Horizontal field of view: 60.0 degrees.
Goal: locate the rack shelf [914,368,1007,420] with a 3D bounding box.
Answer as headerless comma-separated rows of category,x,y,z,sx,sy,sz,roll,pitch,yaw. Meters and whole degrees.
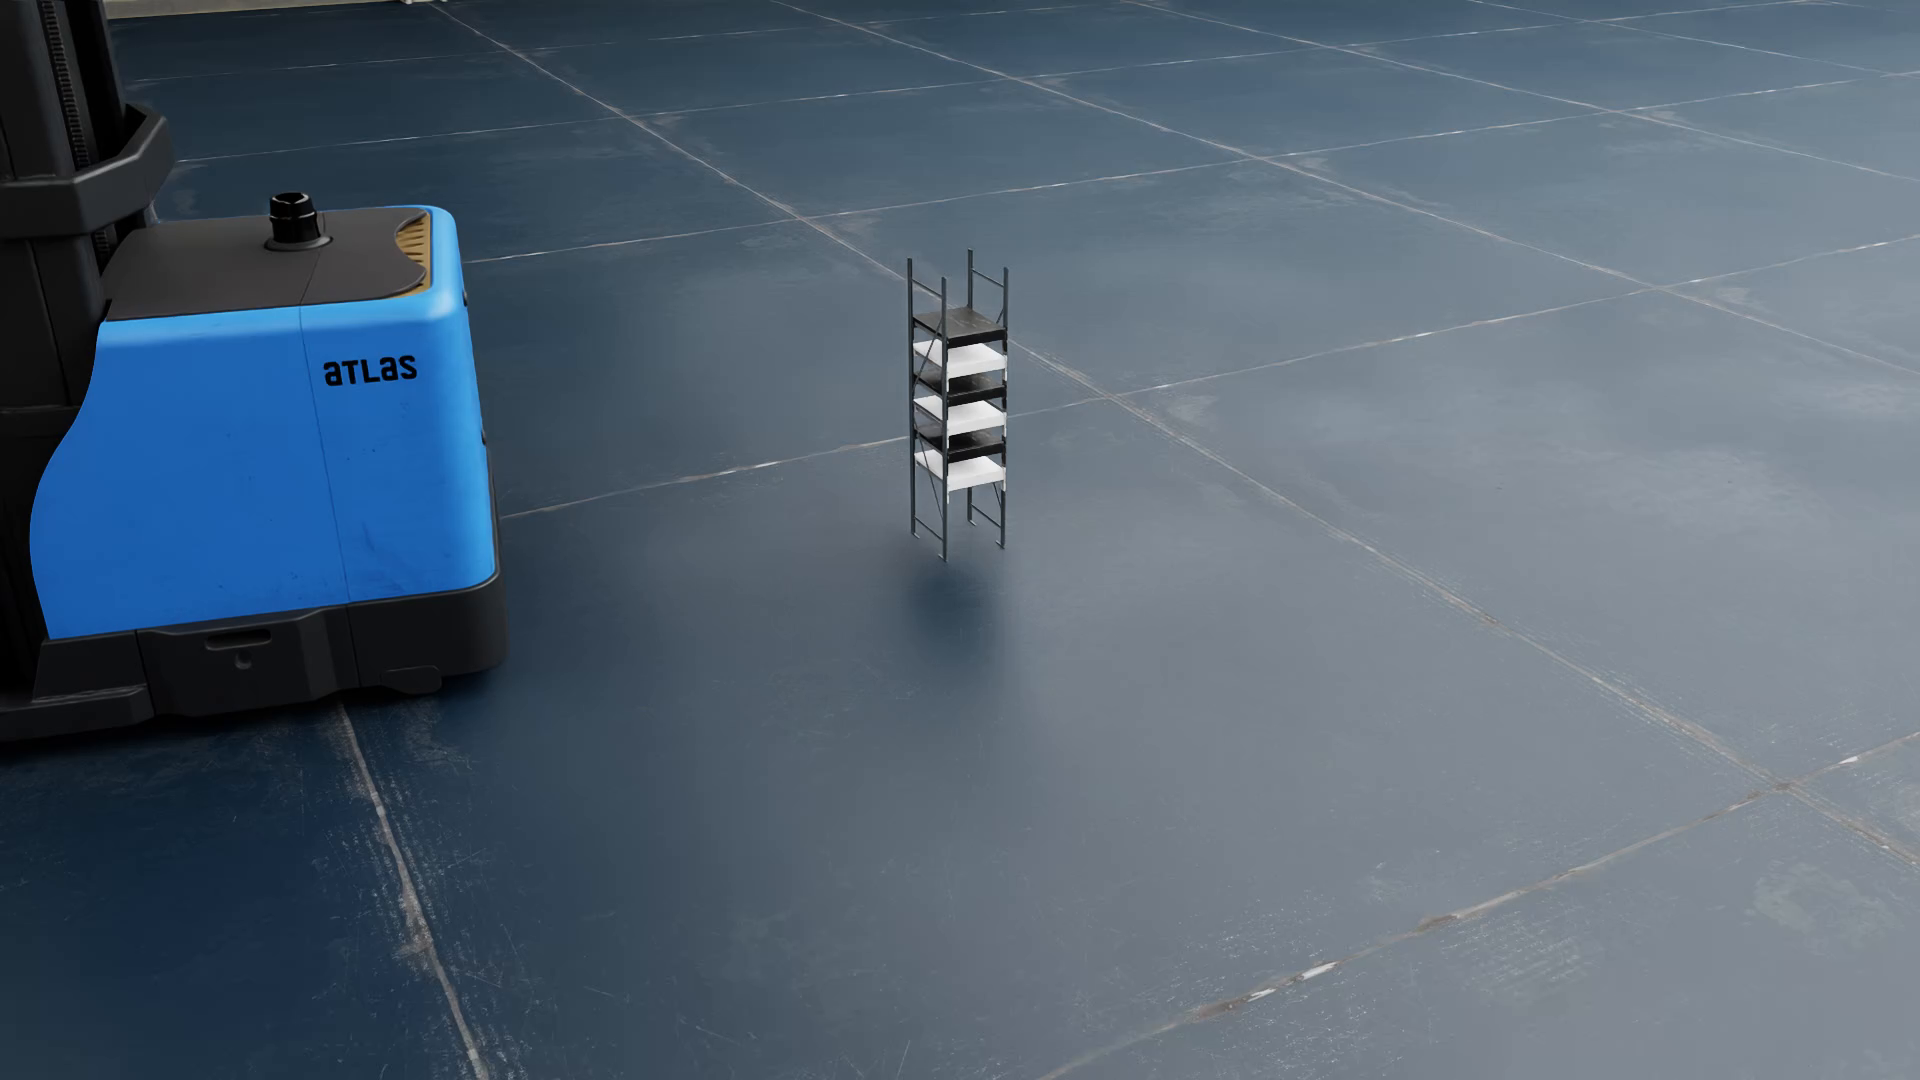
rack shelf,-0.007,-0.455,5.027,0.200,0.077,0.258,-13,29,-25

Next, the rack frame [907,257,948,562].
rack frame,-0.097,-0.383,5.009,0.006,0.900,0.240,-13,29,-25

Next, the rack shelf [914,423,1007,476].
rack shelf,-0.007,-0.293,5.105,0.200,0.077,0.258,-13,29,-25

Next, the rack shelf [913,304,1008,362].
rack shelf,-0.007,-0.617,4.949,0.200,0.077,0.258,-13,29,-25

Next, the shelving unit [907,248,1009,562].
shelving unit,-0.007,-0.404,5.052,0.210,0.900,0.258,-13,29,-25

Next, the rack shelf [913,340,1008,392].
rack shelf,-0.007,-0.536,4.988,0.200,0.077,0.258,-13,29,-25

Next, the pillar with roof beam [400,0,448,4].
pillar with roof beam,-3.199,-7.665,10.819,0.400,9.000,9.100,-13,29,-25

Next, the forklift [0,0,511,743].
forklift,-2.781,-0.957,3.856,3.031,2.935,1.130,-7,27,-14

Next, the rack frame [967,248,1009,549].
rack frame,0.083,-0.425,5.095,0.006,0.900,0.240,-13,29,-25

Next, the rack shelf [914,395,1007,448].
rack shelf,-0.007,-0.374,5.066,0.200,0.077,0.258,-13,29,-25

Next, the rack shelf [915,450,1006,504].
rack shelf,-0.007,-0.212,5.144,0.200,0.077,0.258,-13,29,-25
